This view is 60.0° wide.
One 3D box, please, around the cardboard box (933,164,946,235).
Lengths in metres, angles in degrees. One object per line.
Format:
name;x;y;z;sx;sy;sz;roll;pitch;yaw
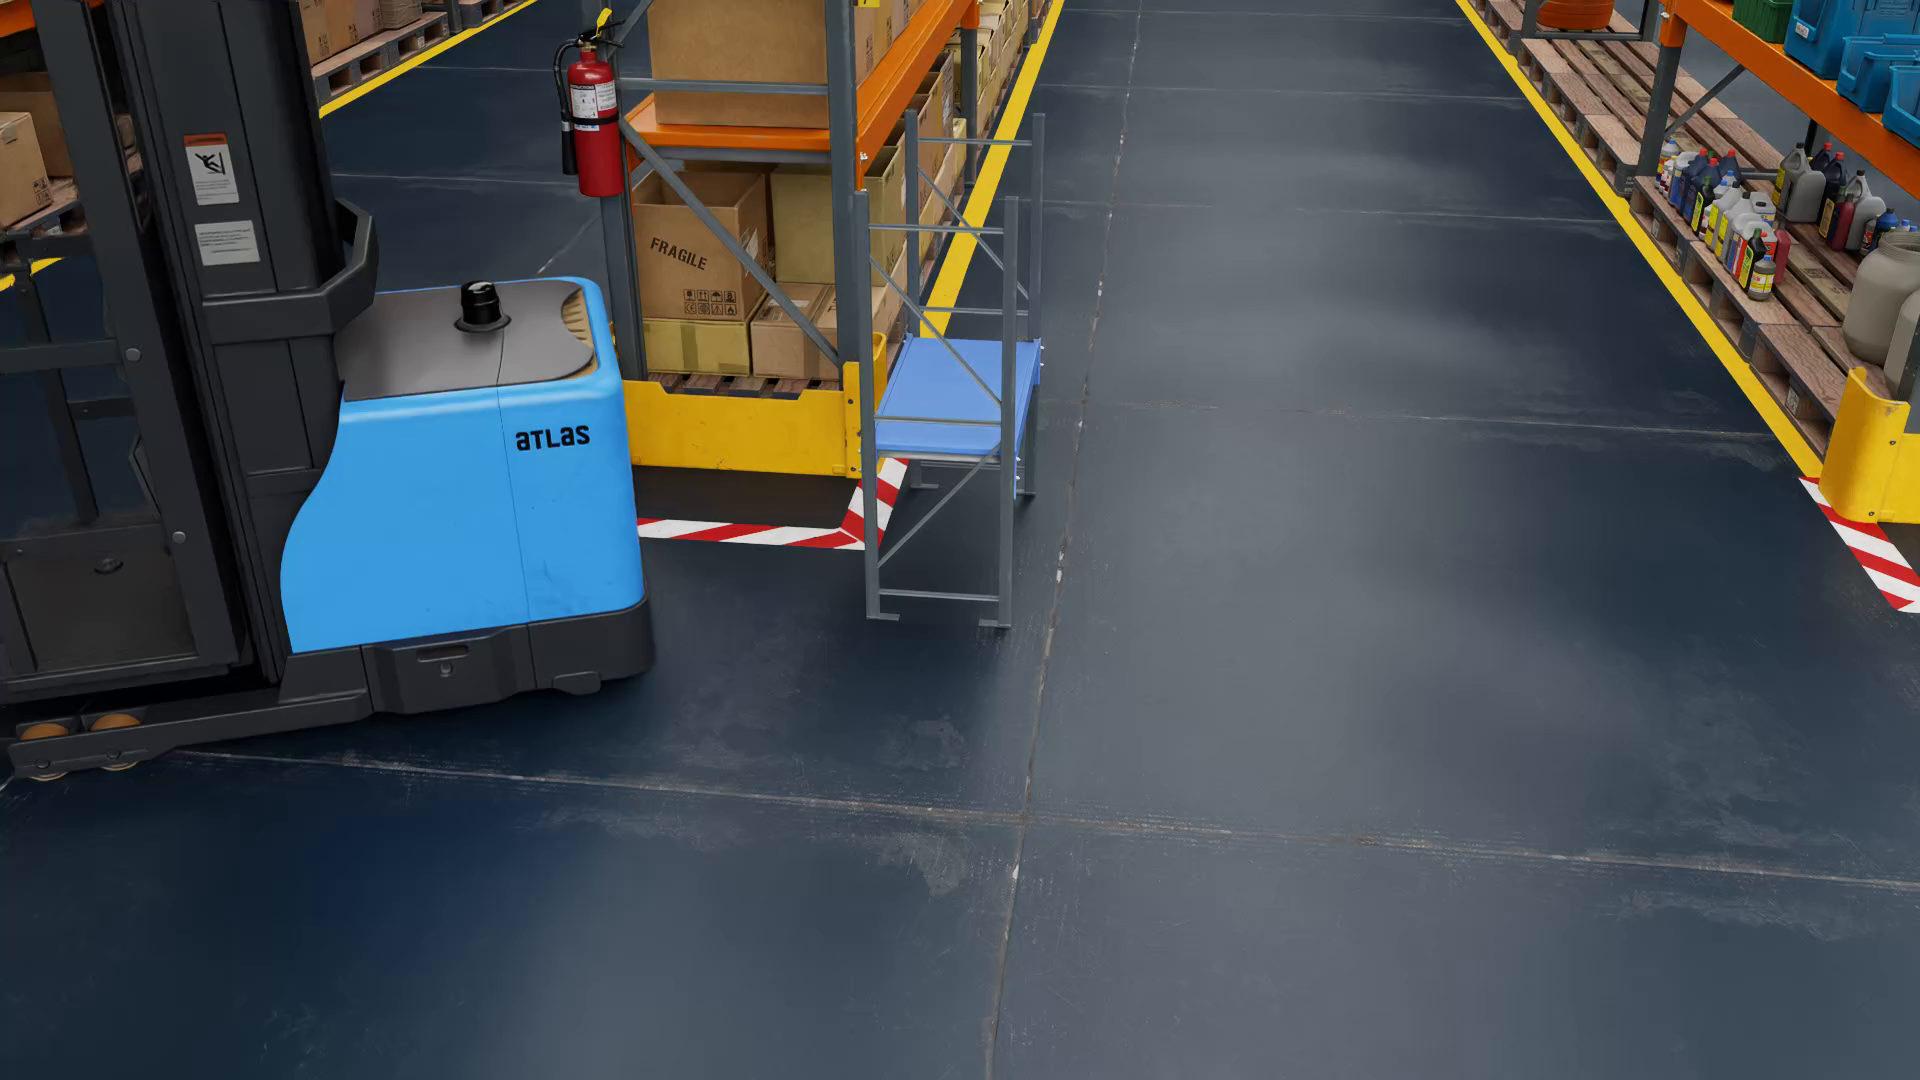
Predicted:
cardboard box;-0.358;-1.846;8.970;0.500;0.250;0.500;3;28;6

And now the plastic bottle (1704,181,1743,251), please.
plastic bottle;3.930;-1.667;8.510;0.144;0.351;0.185;3;28;6

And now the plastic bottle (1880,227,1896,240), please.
plastic bottle;4.623;-1.453;8.271;0.097;0.201;0.097;0;28;0

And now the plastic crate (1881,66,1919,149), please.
plastic crate;3.790;-1.589;6.193;0.499;0.251;0.616;3;28;6

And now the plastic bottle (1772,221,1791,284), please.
plastic bottle;3.979;-1.400;8.086;0.061;0.283;0.133;3;28;6

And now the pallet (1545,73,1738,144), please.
pallet;4.720;-3.004;11.604;1.003;0.211;1.213;3;28;6

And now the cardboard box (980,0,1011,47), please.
cardboard box;0.085;-3.699;11.818;0.500;0.311;0.500;4;29;8

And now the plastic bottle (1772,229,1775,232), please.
plastic bottle;4.017;-1.437;8.241;0.097;0.201;0.097;0;28;0

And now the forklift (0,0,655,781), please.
forklift;-2.563;-0.856;4.748;3.031;2.935;1.130;-7;29;-13

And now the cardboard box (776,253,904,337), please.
cardboard box;-0.546;-1.140;7.660;0.500;0.250;0.500;3;28;6

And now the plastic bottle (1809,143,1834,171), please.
plastic bottle;4.723;-1.992;9.113;0.144;0.351;0.185;3;28;5

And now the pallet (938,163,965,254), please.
pallet;-0.539;-1.974;9.692;1.003;0.211;1.213;3;28;6

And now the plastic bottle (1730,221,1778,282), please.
plastic bottle;3.873;-1.403;8.099;0.152;0.276;0.135;4;29;7

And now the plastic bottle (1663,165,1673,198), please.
plastic bottle;4.017;-2.025;9.334;0.097;0.201;0.097;0;28;0

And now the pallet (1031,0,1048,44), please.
pallet;0.219;-4.578;14.525;1.003;0.211;1.213;3;28;6

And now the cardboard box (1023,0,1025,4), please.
cardboard box;0.270;-4.417;13.151;0.500;0.311;0.500;4;29;8

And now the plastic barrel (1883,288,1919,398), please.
plastic barrel;4.030;-0.805;6.762;0.421;0.512;0.421;0;28;0

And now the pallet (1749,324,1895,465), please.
pallet;4.093;-0.594;7.130;1.003;0.211;1.213;3;28;6

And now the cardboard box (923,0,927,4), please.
cardboard box;-0.506;-3.160;8.847;0.700;0.500;0.500;3;28;6

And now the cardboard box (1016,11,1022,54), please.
cardboard box;0.208;-3.926;12.831;0.500;0.250;0.500;3;28;6

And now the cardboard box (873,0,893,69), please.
cardboard box;-0.694;-2.435;7.501;0.700;0.500;0.500;4;29;7

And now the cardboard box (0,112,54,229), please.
cardboard box;-5.424;-2.001;8.974;0.700;0.500;0.500;2;28;3

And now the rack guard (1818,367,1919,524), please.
rack guard;3.988;-0.339;6.352;1.175;0.500;0.348;3;28;6

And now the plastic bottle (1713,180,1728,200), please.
plastic bottle;4.001;-1.760;8.768;0.097;0.271;0.097;0;28;0

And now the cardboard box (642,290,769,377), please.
cardboard box;-1.118;-0.935;7.279;0.500;0.250;0.500;3;28;6

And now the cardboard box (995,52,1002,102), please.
cardboard box;0.020;-3.208;11.498;0.500;0.250;0.500;3;28;5

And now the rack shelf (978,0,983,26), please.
rack shelf;-0.155;-4.198;11.639;1.077;0.370;4.000;3;28;6

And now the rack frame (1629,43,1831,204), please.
rack frame;4.516;-3.284;9.183;1.000;3.000;0.127;3;28;6

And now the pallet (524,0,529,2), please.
pallet;-4.503;-5.454;16.152;1.003;0.211;1.213;3;28;6

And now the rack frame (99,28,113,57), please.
rack frame;-5.317;-3.860;10.252;1.000;3.000;0.127;3;28;6

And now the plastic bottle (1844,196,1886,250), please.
plastic bottle;4.636;-1.640;8.539;0.152;0.276;0.135;4;29;7

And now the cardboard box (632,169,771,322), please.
cardboard box;-1.120;-1.265;7.101;0.500;0.500;0.500;3;28;6

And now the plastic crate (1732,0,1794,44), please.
plastic crate;4.069;-2.568;8.078;0.450;0.188;0.662;3;28;6

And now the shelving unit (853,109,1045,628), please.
shelving unit;-0.010;-0.620;5.820;0.538;1.500;1.048;3;28;6

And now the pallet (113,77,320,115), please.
pallet;-5.223;-2.999;11.593;1.003;0.211;1.213;3;28;6

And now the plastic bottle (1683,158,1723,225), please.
plastic bottle;3.982;-1.867;8.881;0.144;0.351;0.185;2;28;4

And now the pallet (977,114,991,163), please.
pallet;-0.348;-2.695;11.030;1.003;0.211;1.213;3;28;6

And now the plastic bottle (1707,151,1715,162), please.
plastic bottle;4.135;-1.998;9.195;0.061;0.283;0.133;3;28;6

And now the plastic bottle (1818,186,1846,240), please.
plastic bottle;4.555;-1.713;8.668;0.061;0.283;0.133;3;28;6

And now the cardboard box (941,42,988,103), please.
cardboard box;-0.102;-2.975;10.474;0.500;0.311;0.500;3;29;6

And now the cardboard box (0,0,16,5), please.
cardboard box;-5.250;-2.853;8.521;0.500;0.250;0.500;4;29;7

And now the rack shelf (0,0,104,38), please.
rack shelf;-5.562;-2.602;8.675;1.077;0.370;4.000;3;28;6

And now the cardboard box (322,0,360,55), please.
cardboard box;-5.075;-4.023;12.726;0.700;0.500;0.500;3;28;6

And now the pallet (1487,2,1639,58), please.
pallet;5.061;-4.313;14.033;1.003;0.211;1.213;3;28;6

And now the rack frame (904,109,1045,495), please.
rack frame;0.052;-0.859;6.264;0.500;1.500;0.032;3;28;6

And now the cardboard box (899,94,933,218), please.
cardboard box;-0.417;-1.941;8.355;0.500;0.500;0.500;3;28;6
